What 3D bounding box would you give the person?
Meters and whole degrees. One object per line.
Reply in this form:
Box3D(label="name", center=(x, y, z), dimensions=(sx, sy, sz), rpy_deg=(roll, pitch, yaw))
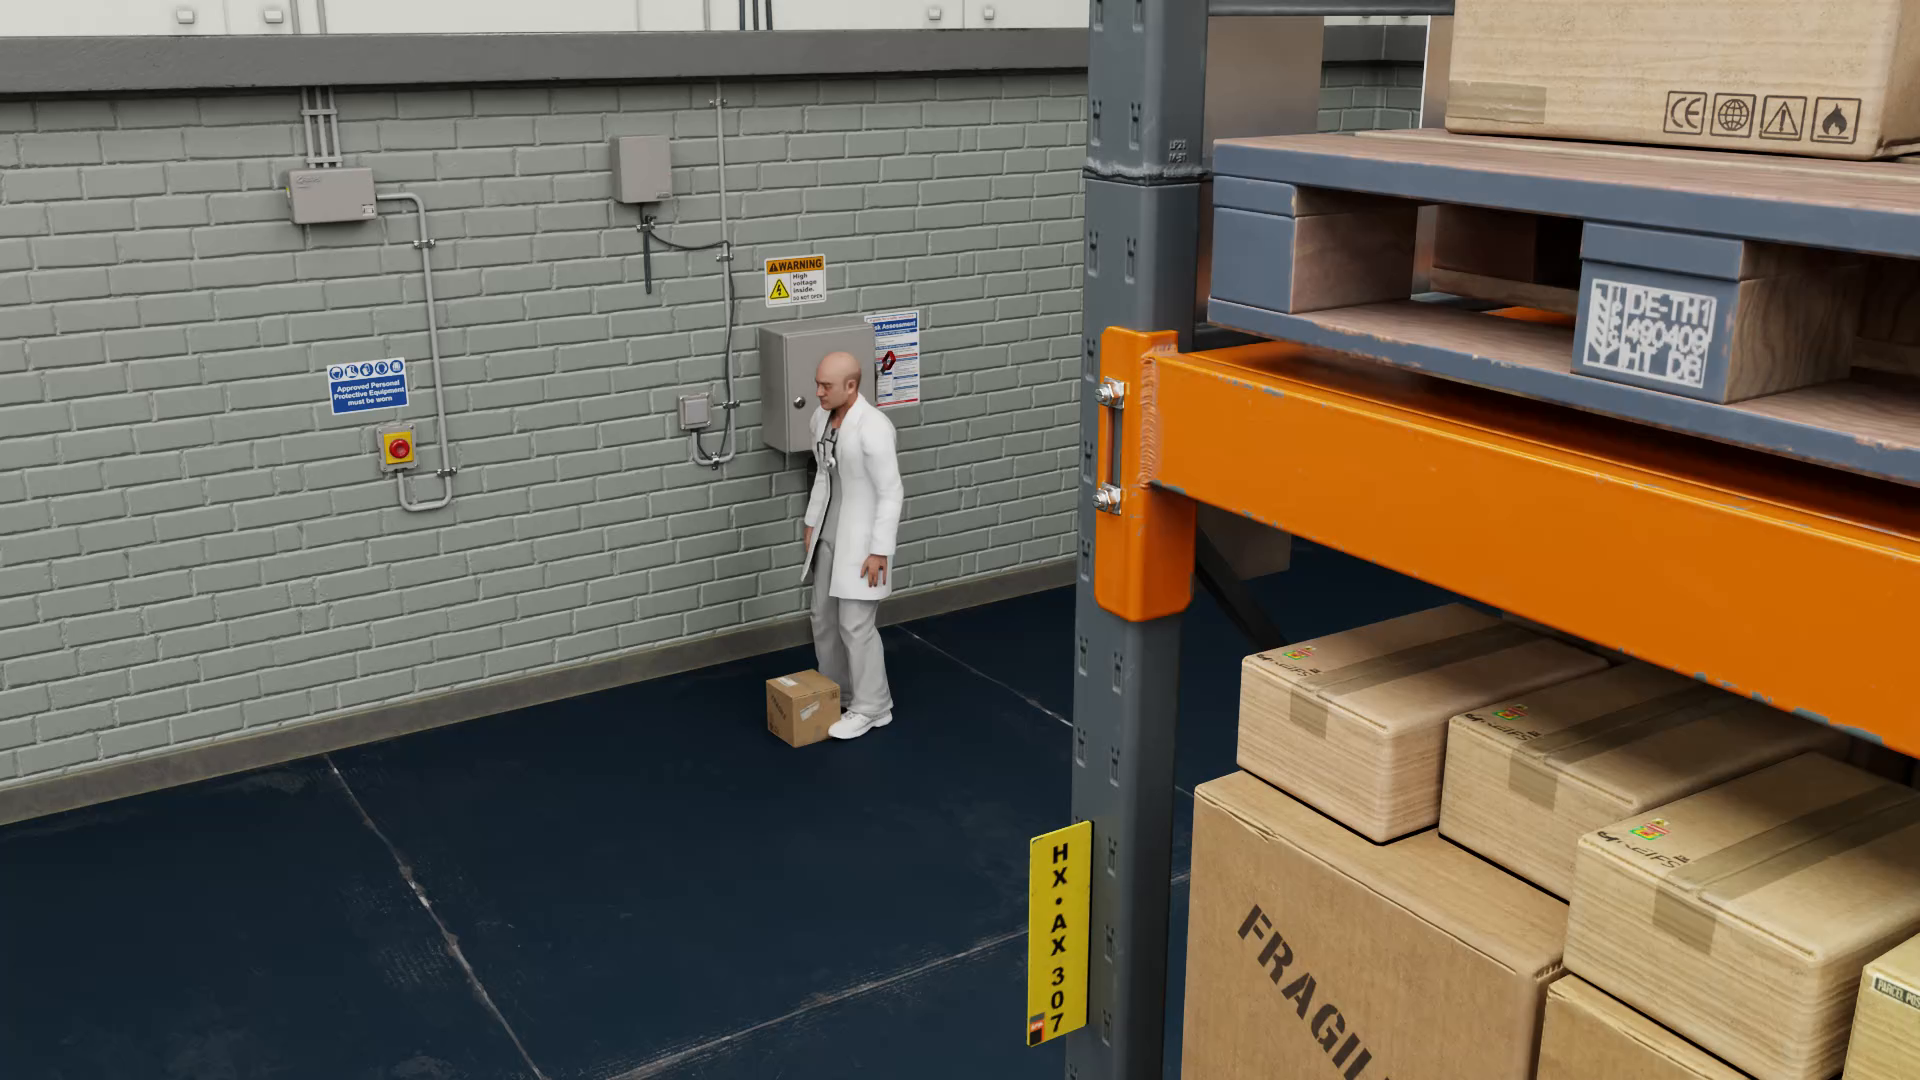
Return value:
Box3D(label="person", center=(-0.508, 0.007, 7.559), dimensions=(0.429, 1.772, 0.644), rpy_deg=(-13, 22, -34))
